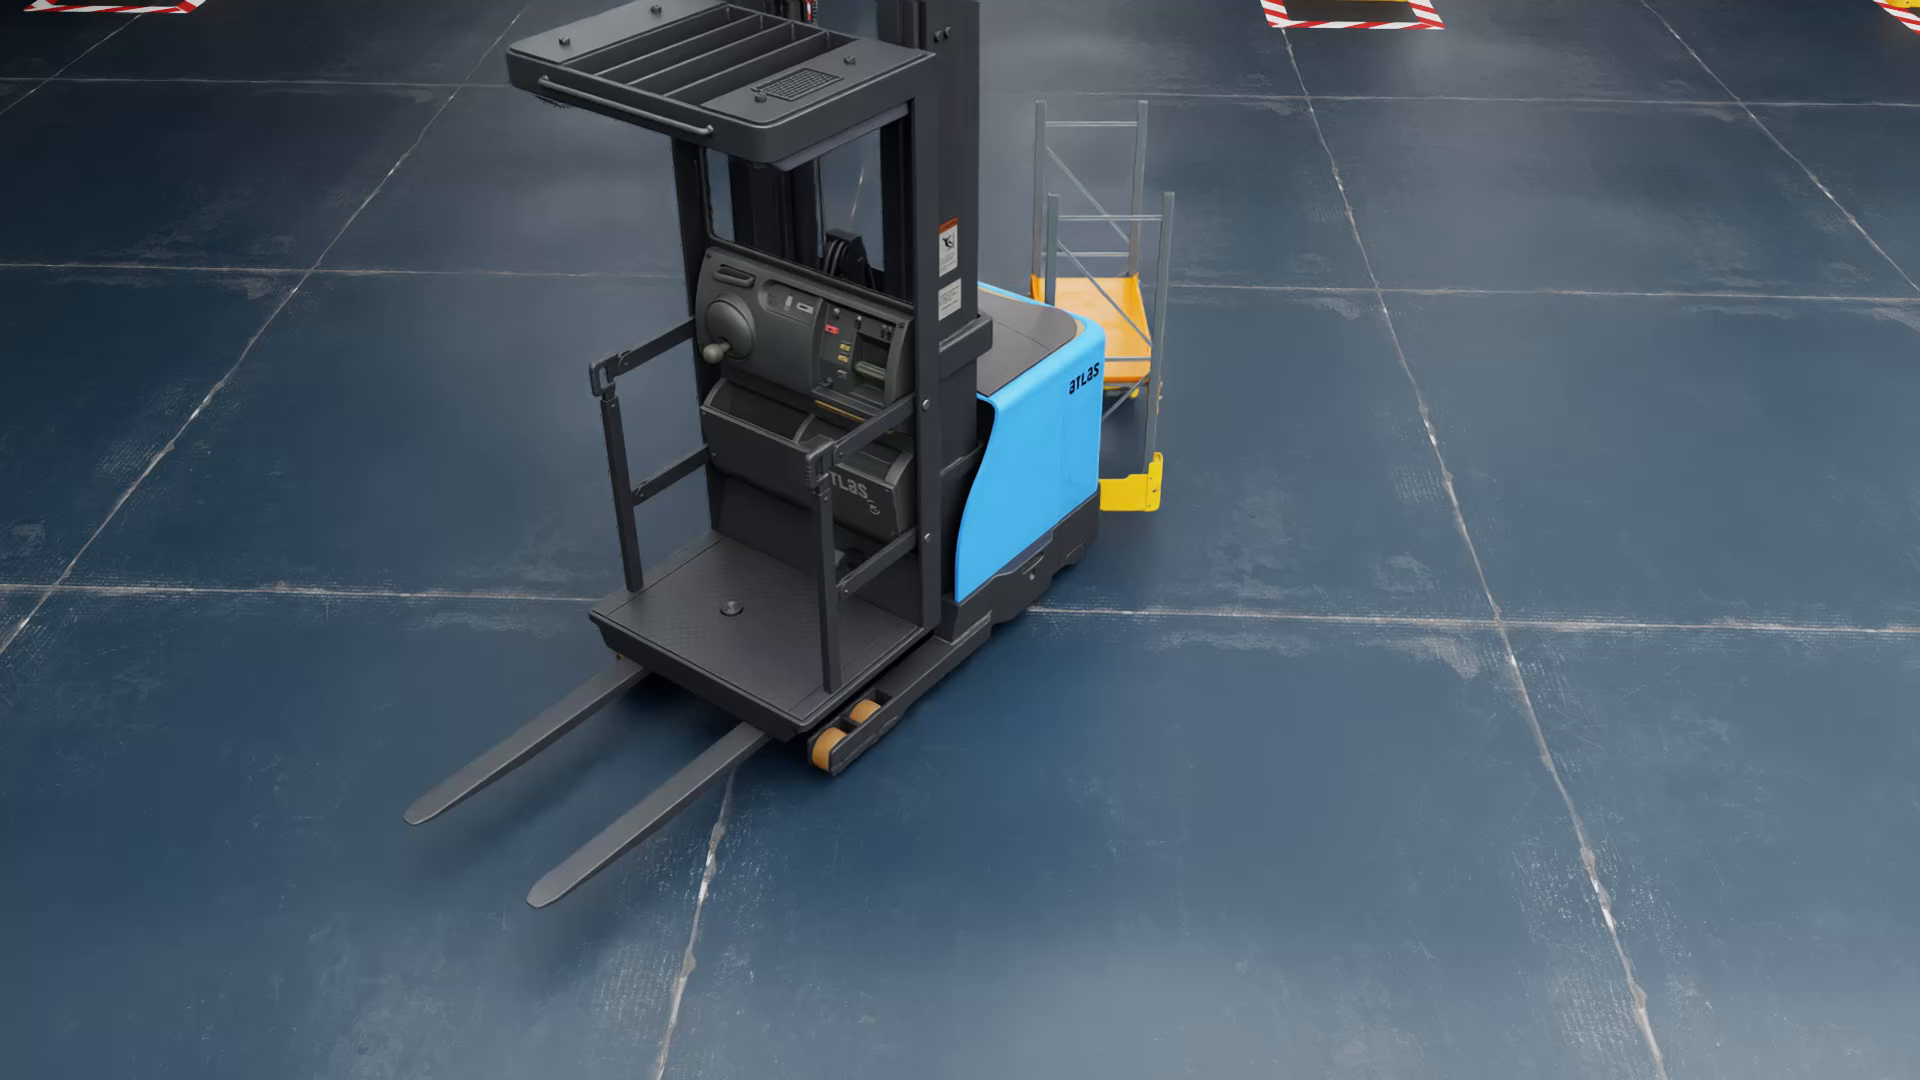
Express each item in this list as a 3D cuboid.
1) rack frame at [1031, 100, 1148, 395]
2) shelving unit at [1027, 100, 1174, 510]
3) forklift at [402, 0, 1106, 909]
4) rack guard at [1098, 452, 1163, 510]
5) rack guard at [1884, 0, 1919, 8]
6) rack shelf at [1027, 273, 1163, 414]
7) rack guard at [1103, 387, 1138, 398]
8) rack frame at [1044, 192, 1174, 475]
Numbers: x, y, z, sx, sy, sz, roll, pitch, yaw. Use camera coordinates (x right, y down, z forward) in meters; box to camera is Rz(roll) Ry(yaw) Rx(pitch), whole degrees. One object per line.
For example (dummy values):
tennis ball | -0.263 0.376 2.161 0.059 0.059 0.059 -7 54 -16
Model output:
rack frame | 0.590 -1.345 7.860 0.500 1.500 0.032 0 35 0
shelving unit | 0.595 -1.058 7.451 0.587 1.500 1.083 0 35 0
forklift | -0.688 -0.671 5.656 1.130 2.935 3.031 23 41 29
rack guard | 0.600 -0.260 7.403 0.587 0.250 0.087 0 35 0
rack guard | 8.069 -4.556 13.298 1.175 0.500 0.348 1 35 2
rack shelf | 0.595 -0.906 7.547 0.538 0.185 1.000 0 35 0
rack guard | 0.590 -0.833 8.218 0.587 0.250 0.087 0 35 0
rack frame | 0.600 -0.761 7.028 0.500 1.500 0.032 0 35 0
